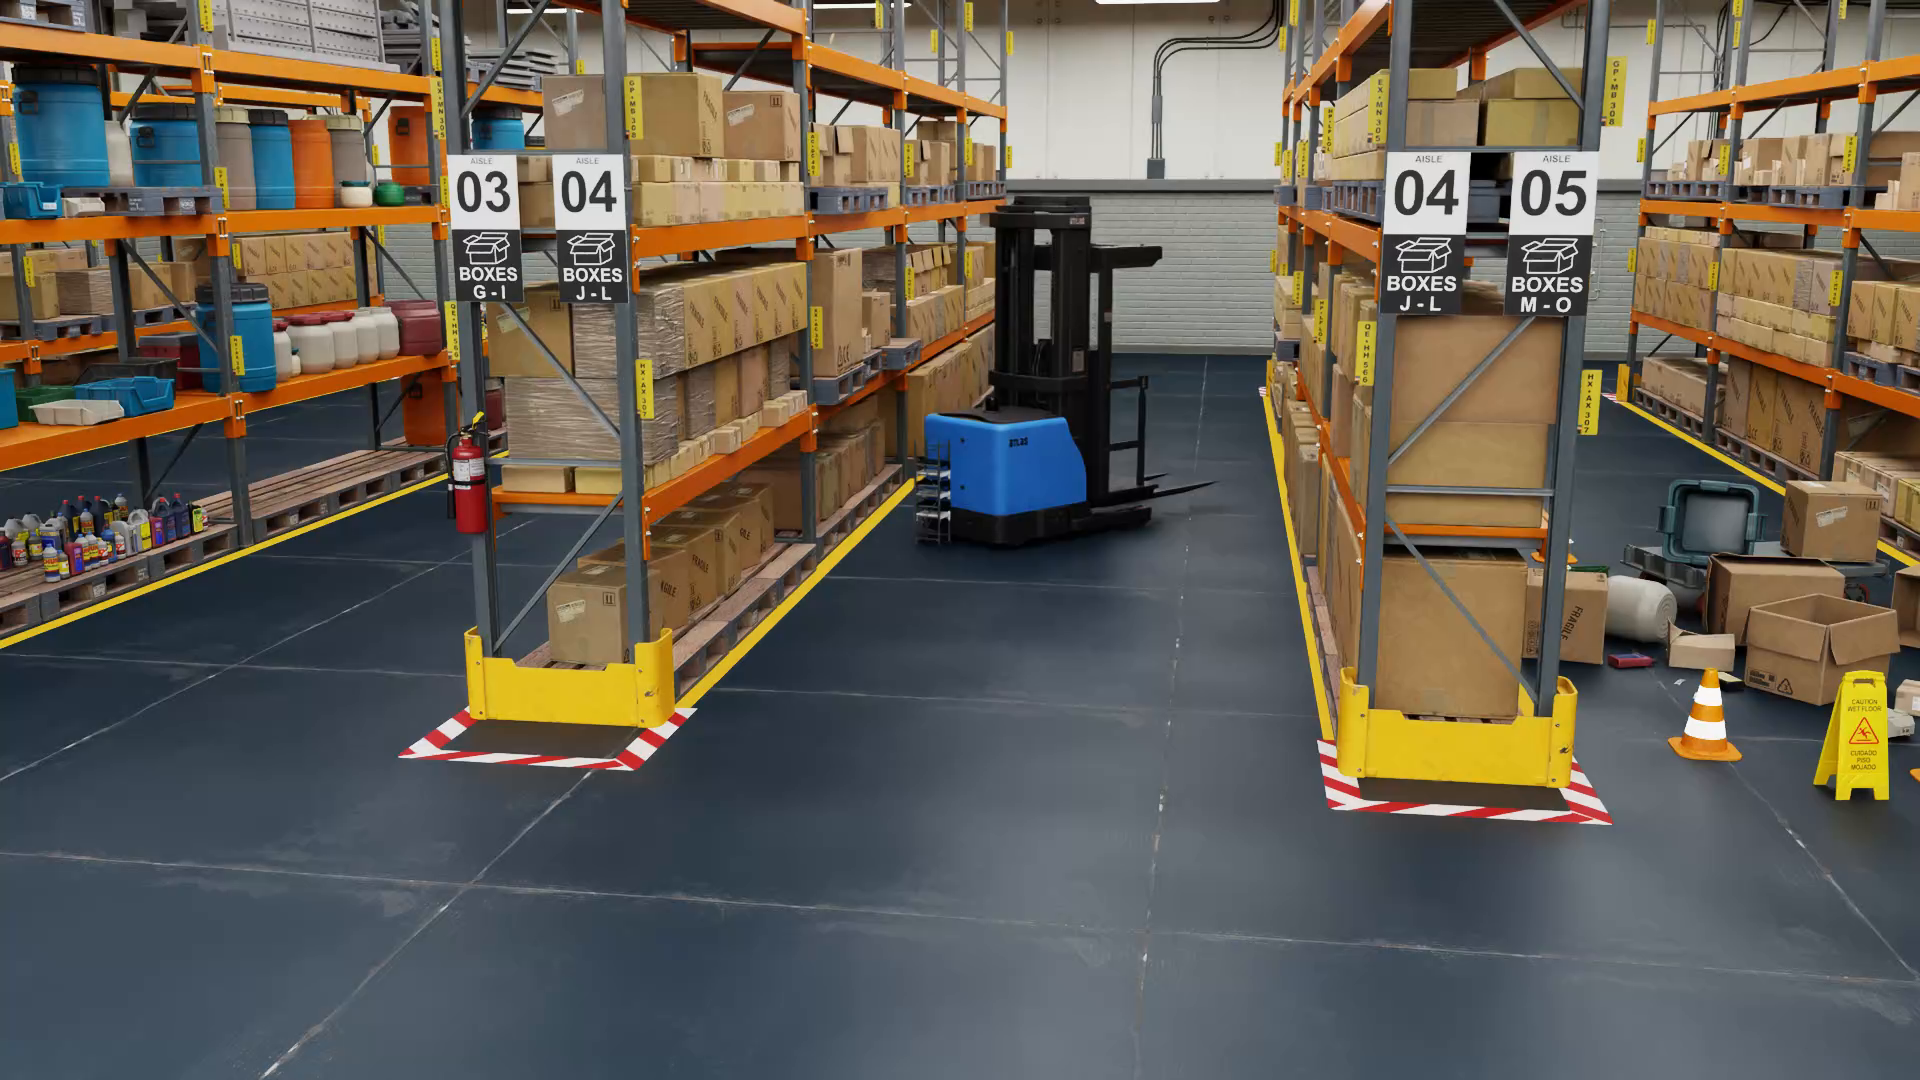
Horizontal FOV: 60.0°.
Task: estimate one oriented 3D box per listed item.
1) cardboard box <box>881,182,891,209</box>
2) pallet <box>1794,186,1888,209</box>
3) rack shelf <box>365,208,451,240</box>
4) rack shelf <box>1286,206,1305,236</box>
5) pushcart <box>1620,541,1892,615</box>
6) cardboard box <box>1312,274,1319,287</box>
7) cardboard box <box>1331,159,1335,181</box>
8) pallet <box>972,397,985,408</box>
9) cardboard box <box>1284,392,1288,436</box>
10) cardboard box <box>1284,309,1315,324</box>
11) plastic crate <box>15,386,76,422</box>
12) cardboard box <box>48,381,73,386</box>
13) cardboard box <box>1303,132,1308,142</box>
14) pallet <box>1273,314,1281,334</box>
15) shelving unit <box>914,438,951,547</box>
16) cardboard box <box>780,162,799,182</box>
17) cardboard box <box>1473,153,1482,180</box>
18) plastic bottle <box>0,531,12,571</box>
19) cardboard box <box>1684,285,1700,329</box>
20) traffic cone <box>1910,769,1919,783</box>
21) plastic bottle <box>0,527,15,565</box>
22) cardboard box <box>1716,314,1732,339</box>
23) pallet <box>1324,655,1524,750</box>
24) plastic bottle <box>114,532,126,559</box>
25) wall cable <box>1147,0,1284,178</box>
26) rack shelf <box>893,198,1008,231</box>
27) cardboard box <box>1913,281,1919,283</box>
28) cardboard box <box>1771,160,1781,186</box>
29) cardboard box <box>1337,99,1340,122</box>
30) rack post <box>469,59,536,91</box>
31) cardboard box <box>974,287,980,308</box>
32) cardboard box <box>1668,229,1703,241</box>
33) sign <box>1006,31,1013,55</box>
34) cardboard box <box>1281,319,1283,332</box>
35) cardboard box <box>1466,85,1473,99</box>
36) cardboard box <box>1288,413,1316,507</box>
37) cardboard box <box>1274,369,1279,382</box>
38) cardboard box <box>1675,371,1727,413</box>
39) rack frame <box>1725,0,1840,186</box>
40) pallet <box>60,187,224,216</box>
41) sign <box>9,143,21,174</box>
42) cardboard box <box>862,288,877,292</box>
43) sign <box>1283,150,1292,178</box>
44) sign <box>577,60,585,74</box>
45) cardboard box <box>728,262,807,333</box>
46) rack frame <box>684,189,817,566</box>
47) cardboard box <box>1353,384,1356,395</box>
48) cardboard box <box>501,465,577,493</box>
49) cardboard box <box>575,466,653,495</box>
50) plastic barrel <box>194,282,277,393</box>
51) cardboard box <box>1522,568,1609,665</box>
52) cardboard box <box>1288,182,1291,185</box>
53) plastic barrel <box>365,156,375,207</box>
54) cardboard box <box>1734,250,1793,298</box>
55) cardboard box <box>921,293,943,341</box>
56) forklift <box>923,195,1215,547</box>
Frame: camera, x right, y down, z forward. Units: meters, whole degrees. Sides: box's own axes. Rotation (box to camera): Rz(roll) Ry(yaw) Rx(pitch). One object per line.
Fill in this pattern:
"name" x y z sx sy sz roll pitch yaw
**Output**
"cardboard box" -0.945 -3.276 15.812 0.500 0.250 0.500 2 12 8
"pallet" 8.787 -3.283 15.934 1.213 0.211 1.003 2 12 11
"rack shelf" -5.638 -3.785 19.526 1.077 0.370 4.000 2 12 9
"rack shelf" 4.142 -3.443 17.938 1.077 0.370 4.000 2 12 9
"pushcart" 5.865 0.278 12.307 1.648 0.377 0.936 -2 12 -11
"cardboard box" 4.244 -3.049 20.578 0.500 0.500 0.500 2 12 9
"cardboard box" 2.827 -2.612 11.738 0.380 0.149 0.250 2 12 8
"pallet" -0.242 -1.719 21.970 1.003 0.211 1.213 2 12 9
"cardboard box" 3.994 -1.473 19.144 0.500 0.500 0.500 2 12 11
"cardboard box" 3.460 -2.258 16.743 0.380 0.149 0.250 2 12 10
"plastic crate" -7.048 -1.045 12.724 0.450 0.188 0.662 2 12 9
"cardboard box" -10.412 -1.603 19.703 0.500 0.500 0.500 1 12 7
"cardboard box" 3.817 -4.163 17.514 0.396 0.266 0.258 2 12 9
"pallet" 4.188 -2.497 19.414 1.003 0.211 1.213 2 12 9
"shelving unit" -0.236 -0.409 14.256 0.258 0.900 0.210 6 13 25
"cardboard box" -1.431 -2.772 12.526 0.380 0.149 0.250 2 12 10
"cardboard box" 3.128 -2.116 9.433 0.380 0.149 0.250 2 12 9
"plastic bottle" -7.155 0.079 12.410 0.061 0.283 0.133 2 12 9
"cardboard box" 9.248 -2.867 20.437 0.500 0.500 0.500 2 12 7
"traffic cone" 5.153 1.036 8.587 0.336 0.463 0.334 2 12 9
"plastic bottle" -7.239 0.050 12.561 0.152 0.276 0.135 2 12 7
"cardboard box" 9.027 -2.449 19.094 0.500 0.250 0.500 2 12 7
"pallet" 2.649 0.947 9.597 1.003 0.211 1.213 2 12 9
"plastic bottle" -6.474 0.041 12.782 0.097 0.201 0.097 0 12 0
"wall cable" 4.454 -9.330 28.790 2.277 5.999 0.120 2 12 9
"rack shelf" -0.129 -4.458 22.645 1.077 0.370 4.000 2 12 9
"cardboard box" 8.945 -2.069 15.033 0.500 0.500 0.500 2 12 7
"cardboard box" 8.729 -3.842 17.405 0.396 0.266 0.258 3 13 13
"cardboard box" 2.789 -2.949 11.407 0.380 0.149 0.250 2 12 8
"rack post" -5.516 -5.350 19.144 0.937 0.300 0.954 3 13 15
"cardboard box" -0.024 -3.191 21.832 0.500 0.250 0.500 2 12 8
"cardboard box" 9.429 -3.958 21.591 0.380 0.149 0.250 2 12 9
"sign" 0.713 -7.167 23.983 0.100 0.325 0.005 2 12 9
"cardboard box" 3.535 -2.217 17.262 0.380 0.149 0.250 2 12 10
"cardboard box" 3.205 -2.611 9.840 0.380 0.149 0.250 2 12 9
"cardboard box" 3.520 -0.712 15.019 1.050 0.750 0.750 2 12 10
"cardboard box" 4.535 -2.275 22.994 0.380 0.149 0.250 2 12 10
"cardboard box" 9.696 -1.872 21.144 0.875 0.438 0.875 2 12 7
"rack frame" 9.356 -5.538 18.831 1.000 3.000 0.127 2 12 9
"pallet" -6.575 -2.642 12.963 1.213 0.211 1.003 2 12 9
"sign" -10.292 -4.154 18.112 0.100 0.325 0.005 2 12 9
"cardboard box" -1.095 -2.234 16.507 0.500 0.500 0.500 0 12 2
"sign" 3.912 -4.480 19.814 0.100 0.325 0.005 2 12 9
"sign" -4.787 -5.899 21.004 0.100 0.325 0.005 2 12 9
"cardboard box" -1.464 -1.842 12.603 0.500 0.500 0.500 2 12 9
"rack frame" -1.667 -1.261 13.226 1.000 3.000 0.127 2 12 9
"cardboard box" 2.930 -0.738 10.443 0.875 0.550 0.500 2 12 9
"cardboard box" -2.442 -0.372 9.695 0.380 0.149 0.250 2 12 9
"cardboard box" -2.002 -0.357 9.628 0.380 0.149 0.250 2 12 9
"plastic barrel" -6.202 -1.737 14.245 0.600 0.901 0.708 2 12 9
"cardboard box" 3.994 0.498 10.992 0.500 0.500 0.500 4 13 18
"cardboard box" 4.258 -4.249 20.325 0.500 0.250 0.500 2 12 10
"plastic barrel" -6.296 -3.721 17.253 0.421 0.512 0.421 0 12 0
"cardboard box" 8.953 -2.954 18.470 0.500 0.500 0.500 2 12 8
"cardboard box" -0.477 -2.553 18.984 0.500 0.500 0.500 2 12 9
"forklift" 1.108 -1.614 15.026 3.031 2.935 1.130 -11 16 -41
